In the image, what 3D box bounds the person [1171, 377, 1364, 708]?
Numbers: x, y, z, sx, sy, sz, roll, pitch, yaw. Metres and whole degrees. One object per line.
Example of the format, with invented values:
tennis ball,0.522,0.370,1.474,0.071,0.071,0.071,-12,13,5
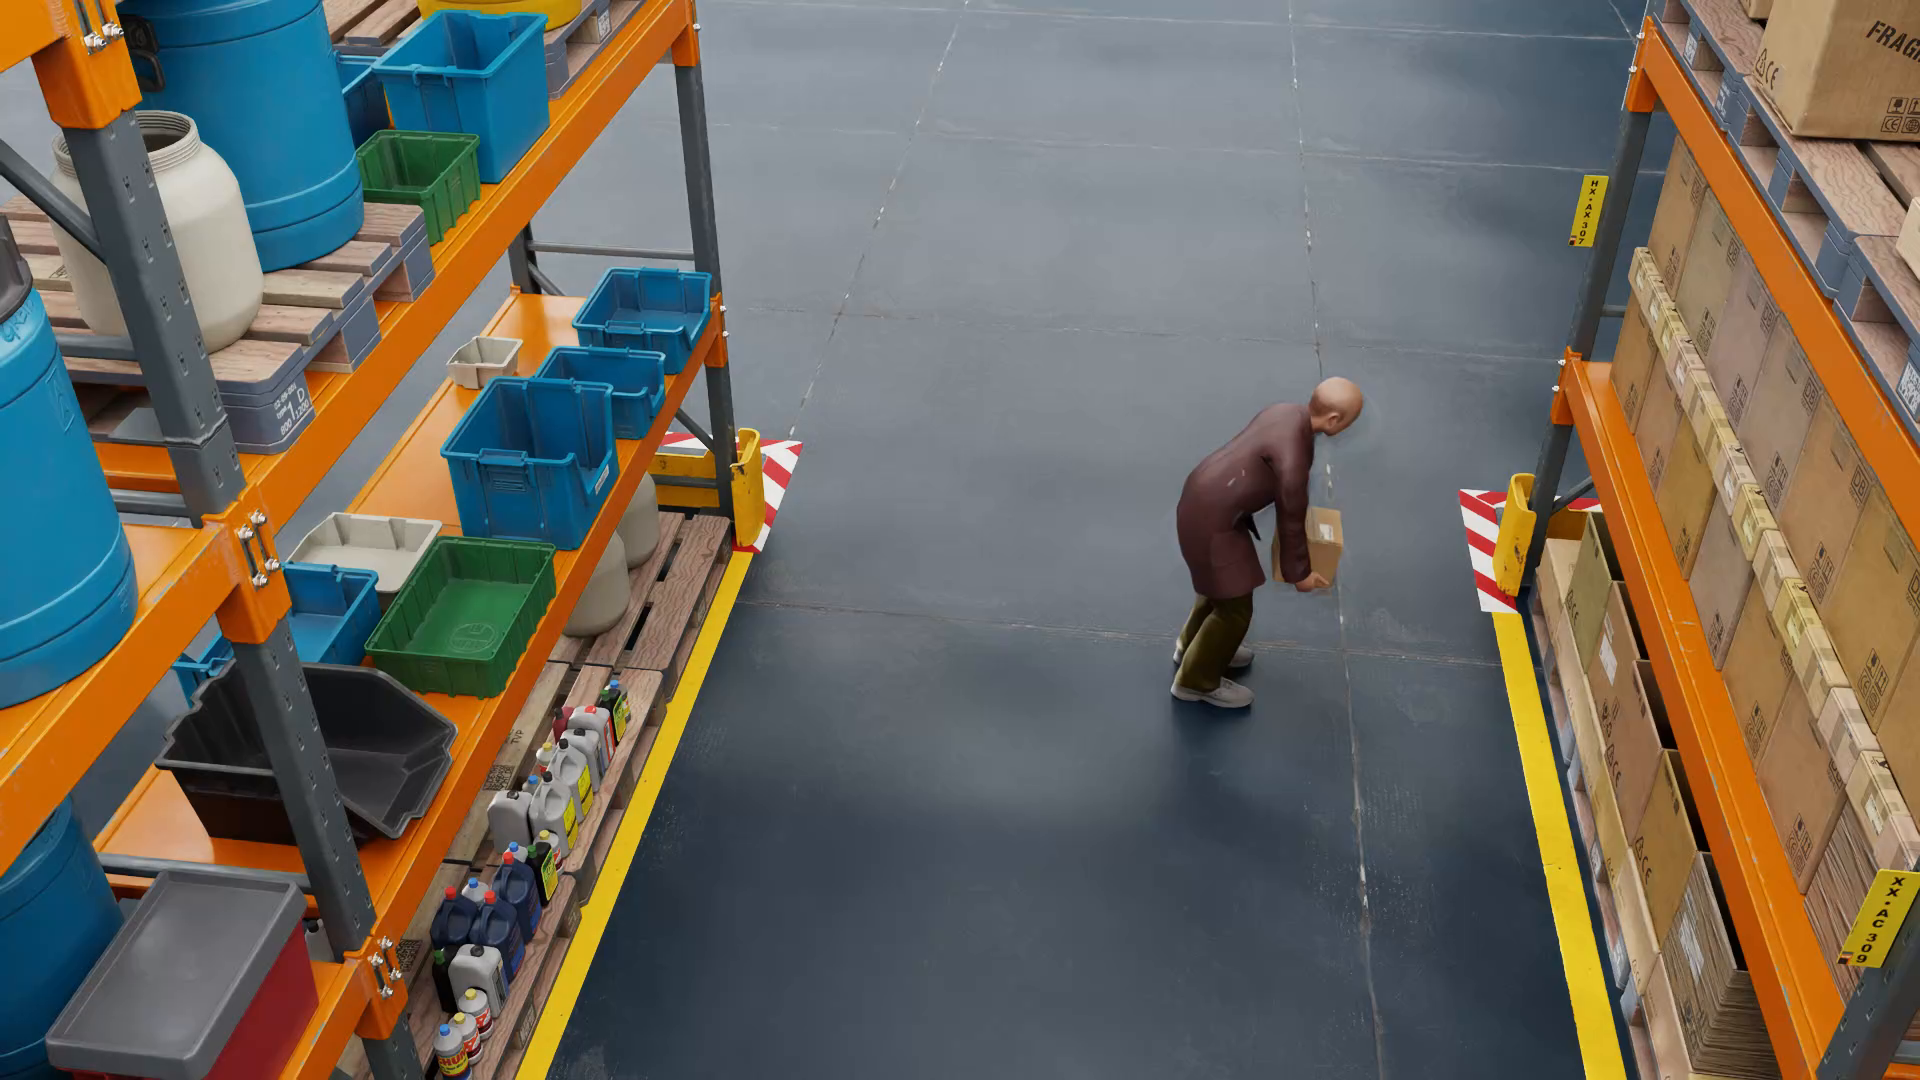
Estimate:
person,1.288,0.004,7.205,0.716,1.601,0.550,4,36,5
